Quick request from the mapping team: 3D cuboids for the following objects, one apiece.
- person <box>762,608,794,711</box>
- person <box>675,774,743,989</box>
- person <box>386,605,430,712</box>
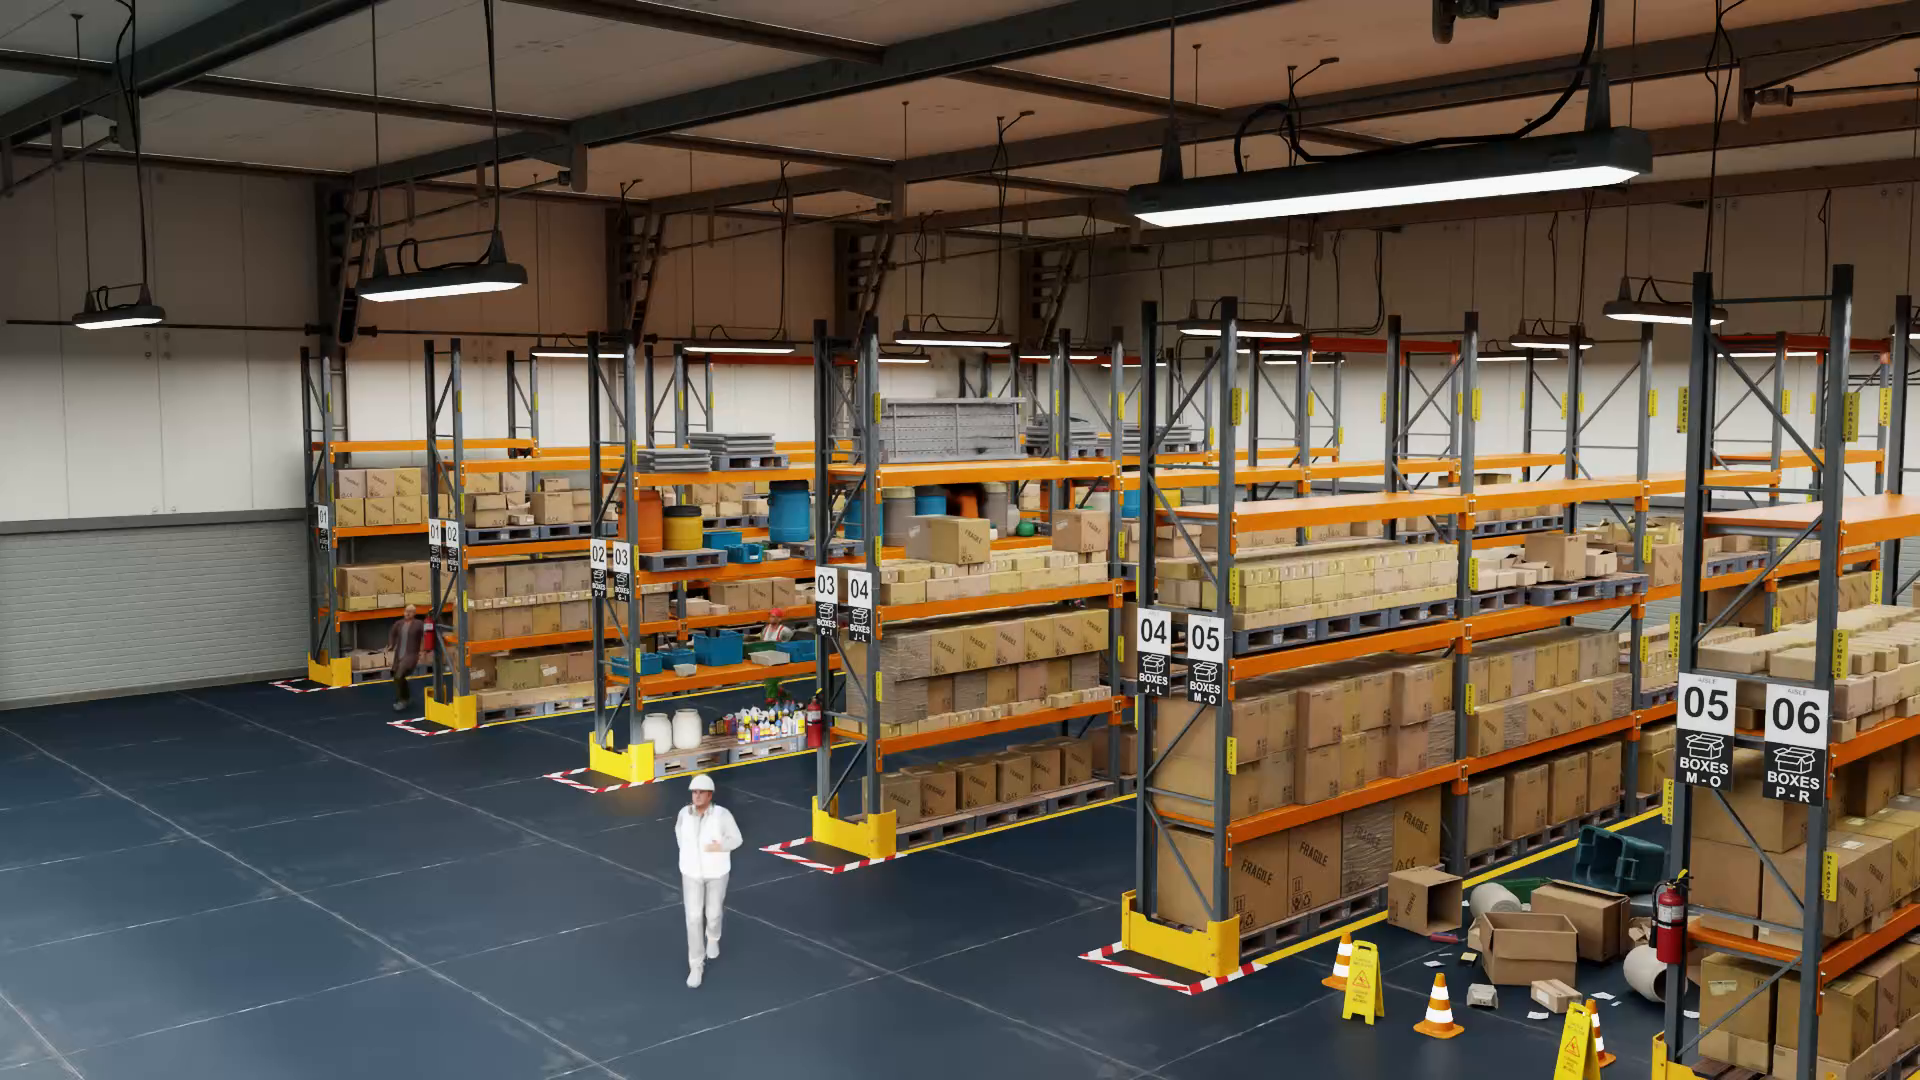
[{"bbox_3d":[-2.913,1.951,26.386,0.667,1.763,0.860,4,6,35],"label":"person"},{"bbox_3d":[-2.246,2.978,14.829,0.638,1.813,0.871,0,5,0],"label":"person"},{"bbox_3d":[-8.985,2.021,27.101,0.777,1.567,0.686,2,5,19],"label":"person"}]
